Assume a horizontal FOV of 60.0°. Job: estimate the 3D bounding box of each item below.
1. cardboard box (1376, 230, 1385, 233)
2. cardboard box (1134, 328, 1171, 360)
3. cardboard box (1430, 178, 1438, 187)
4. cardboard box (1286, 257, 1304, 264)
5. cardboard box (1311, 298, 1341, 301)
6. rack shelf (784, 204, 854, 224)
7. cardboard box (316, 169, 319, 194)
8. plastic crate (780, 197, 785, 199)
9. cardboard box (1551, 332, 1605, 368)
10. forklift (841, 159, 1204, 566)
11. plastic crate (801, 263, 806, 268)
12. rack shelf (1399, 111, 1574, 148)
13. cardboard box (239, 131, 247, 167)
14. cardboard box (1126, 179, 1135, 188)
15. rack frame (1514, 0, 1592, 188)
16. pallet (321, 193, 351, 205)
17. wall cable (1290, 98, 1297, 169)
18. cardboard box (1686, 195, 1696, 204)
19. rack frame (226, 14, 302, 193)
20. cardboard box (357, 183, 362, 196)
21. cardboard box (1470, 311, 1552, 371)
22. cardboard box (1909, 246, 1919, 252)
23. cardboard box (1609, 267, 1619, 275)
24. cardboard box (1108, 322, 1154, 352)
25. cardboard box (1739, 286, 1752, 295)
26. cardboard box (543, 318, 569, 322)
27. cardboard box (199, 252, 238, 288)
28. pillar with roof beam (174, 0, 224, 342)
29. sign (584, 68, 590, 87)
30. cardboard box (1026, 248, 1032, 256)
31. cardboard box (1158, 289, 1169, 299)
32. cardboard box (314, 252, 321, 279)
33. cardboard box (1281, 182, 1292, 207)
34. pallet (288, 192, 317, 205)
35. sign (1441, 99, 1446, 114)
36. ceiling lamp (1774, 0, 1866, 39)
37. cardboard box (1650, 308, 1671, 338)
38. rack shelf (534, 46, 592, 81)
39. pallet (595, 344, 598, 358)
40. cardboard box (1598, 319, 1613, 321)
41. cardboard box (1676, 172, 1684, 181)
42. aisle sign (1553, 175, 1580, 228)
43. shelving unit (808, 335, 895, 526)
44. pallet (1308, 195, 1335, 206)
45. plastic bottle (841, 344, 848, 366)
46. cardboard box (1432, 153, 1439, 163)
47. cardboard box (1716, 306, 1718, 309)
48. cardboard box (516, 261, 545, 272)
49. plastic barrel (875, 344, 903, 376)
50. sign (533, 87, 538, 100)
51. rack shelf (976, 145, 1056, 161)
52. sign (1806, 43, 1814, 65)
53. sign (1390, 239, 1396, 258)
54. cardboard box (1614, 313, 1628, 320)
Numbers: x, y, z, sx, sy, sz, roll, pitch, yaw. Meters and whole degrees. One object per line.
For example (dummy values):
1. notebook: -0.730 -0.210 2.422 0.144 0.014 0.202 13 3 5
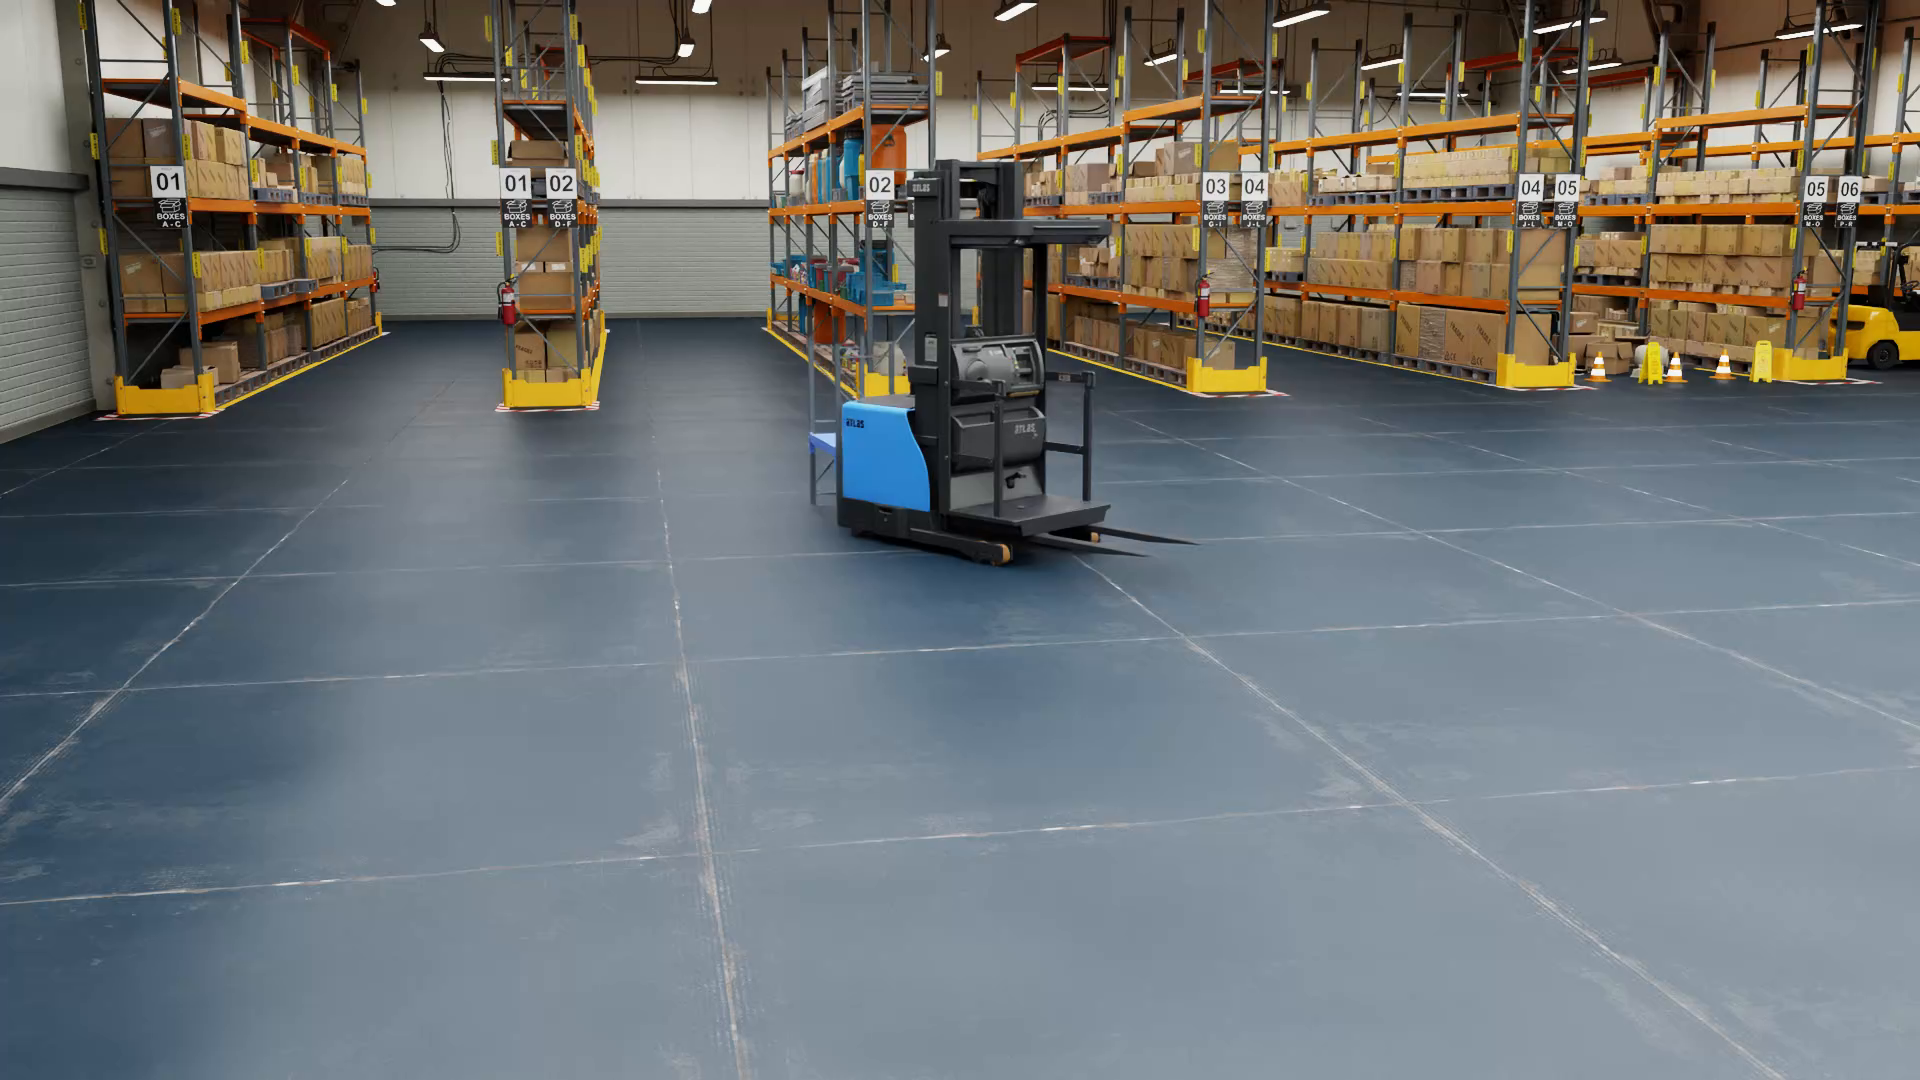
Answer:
1. cardboard box: 10.546 -7.350 40.848 0.500 0.500 0.500 -2 11 -13
2. cardboard box: 3.277 -3.345 28.309 0.500 0.500 0.500 -2 11 -13
3. cardboard box: 8.060 -5.943 27.657 0.380 0.149 0.250 -2 11 -12
4. cardboard box: 6.803 -5.640 33.558 0.380 0.149 0.250 -2 11 -10
5. cardboard box: 7.449 -4.819 34.048 0.500 0.250 0.500 -3 11 -14
6. rack shelf: -2.787 -6.482 33.130 1.077 0.370 4.000 -2 11 -11
7. cardboard box: -12.830 -6.941 32.178 0.700 0.500 0.500 -3 11 -14
8. plastic crate: -3.666 -7.275 35.822 0.416 0.233 0.300 -2 11 -11
9. cardboard box: 10.722 -3.310 28.876 0.797 0.637 0.503 -2 11 -11
10. forklift: 0.442 -1.357 12.488 3.031 2.935 1.130 11 15 44
11. plastic crate: -3.292 -5.986 36.782 0.437 0.282 0.530 -2 11 -11
12. rack shelf: 8.512 -6.633 26.975 1.077 0.370 4.000 -2 11 -11
13. cardboard box: -10.974 -5.842 24.852 0.500 0.500 0.500 -3 11 -16
14. cardboard box: 2.999 -5.966 27.832 0.380 0.149 0.250 -2 11 -13
15. rack frame: 8.901 -6.816 24.943 1.000 3.000 0.127 -2 11 -11
16. pallet: -13.043 -6.948 33.896 1.003 0.211 1.213 -2 11 -11
17. wall cable: 9.242 -10.983 46.831 0.463 3.000 0.029 -2 11 -11
18. cardboard box: 12.942 -5.947 29.067 0.380 0.149 0.250 -2 11 -9
19. rack frame: -12.116 -7.582 28.962 1.000 3.000 0.127 -2 11 -11
20. cardboard box: -13.167 -7.537 35.760 0.500 0.250 0.500 -3 11 -13
21. cardboard box: 8.705 -3.154 26.304 0.875 0.875 0.875 -2 11 -11
22. cardboard box: 17.755 -5.383 30.660 0.380 0.149 0.250 -2 11 -10
23. cardboard box: 12.469 -5.064 31.328 0.380 0.149 0.250 -2 11 -12
24. cardboard box: 3.066 -3.631 29.759 0.700 0.500 0.500 -2 11 -11
25. cardboard box: 13.188 -4.142 27.606 0.380 0.149 0.250 -2 11 -10
26. cardboard box: -7.670 -3.966 31.522 0.500 0.500 0.500 -2 11 -9
27. cardboard box: -10.651 -3.850 23.746 0.500 0.500 0.500 -2 11 -9
28. pillar with roof beam: -8.489 -7.468 28.367 9.100 9.000 0.548 -2 11 -11
29. sign: -6.714 -8.320 29.919 0.100 0.325 0.005 -2 11 -11
30. cardboard box: 1.815 -6.333 35.500 0.797 0.503 0.637 -2 11 -12
31. cardboard box: 3.364 -3.900 26.337 0.380 0.149 0.250 -2 11 -11
32. cardboard box: -12.052 -5.034 30.507 0.500 0.500 0.500 -2 11 -9
33. cardboard box: 6.875 -7.046 33.904 0.500 0.500 0.500 -2 11 -11
34. pallet: -12.293 -6.131 29.870 1.213 0.211 1.003 -2 11 -8
35. sign: 10.854 -9.737 37.365 0.100 0.325 0.005 -2 11 -11
36. ceiling lamp: 15.698 -10.692 29.693 0.800 3.185 2.000 -2 11 -11
37. cardboard box: 12.809 -3.907 29.929 0.500 0.500 0.500 -2 11 -8
38. rack shelf: -8.424 -10.142 35.450 1.077 0.370 4.000 -2 11 -11
39. pallet: -7.366 -3.584 31.460 1.003 0.211 1.213 -2 11 -11
40. cardboard box: 12.433 -4.212 33.206 0.950 0.372 0.625 -2 11 -12
41. cardboard box: 12.822 -6.378 29.203 0.380 0.149 0.250 -2 11 -13
42. aisle sign: 9.209 -5.144 25.250 0.394 0.787 0.004 -2 11 -11
43. shelving unit: -0.934 -0.960 14.231 0.538 1.500 1.048 -3 11 -17
44. pallet: 7.523 -6.601 32.339 1.213 0.211 1.003 -2 11 -8
45. plastic bottle: -1.833 -2.978 26.729 0.144 0.351 0.185 -3 11 -13
46. cardboard box: 8.061 -6.334 27.580 0.380 0.149 0.250 -2 11 -10
47. cardboard box: 16.669 -4.857 36.253 0.500 0.500 0.500 -2 11 -12
48. cardboard box: -6.015 -3.827 23.278 0.380 0.149 0.250 -2 11 -10
49. plastic barrel: -1.045 -2.630 24.520 0.421 0.512 0.421 0 11 0
50. sign: -8.571 -8.977 33.586 0.100 0.325 0.005 -2 11 -11
51. rack shelf: 1.293 -8.672 37.688 1.077 0.370 4.000 -2 11 -11
52. sign: 13.189 -7.535 25.797 0.100 0.325 0.005 -2 11 -11
53. sign: 7.593 -5.111 29.144 0.100 0.325 0.005 -2 11 -11
54. cardboard box: 15.875 -5.347 39.770 0.380 0.149 0.250 -2 11 -13
